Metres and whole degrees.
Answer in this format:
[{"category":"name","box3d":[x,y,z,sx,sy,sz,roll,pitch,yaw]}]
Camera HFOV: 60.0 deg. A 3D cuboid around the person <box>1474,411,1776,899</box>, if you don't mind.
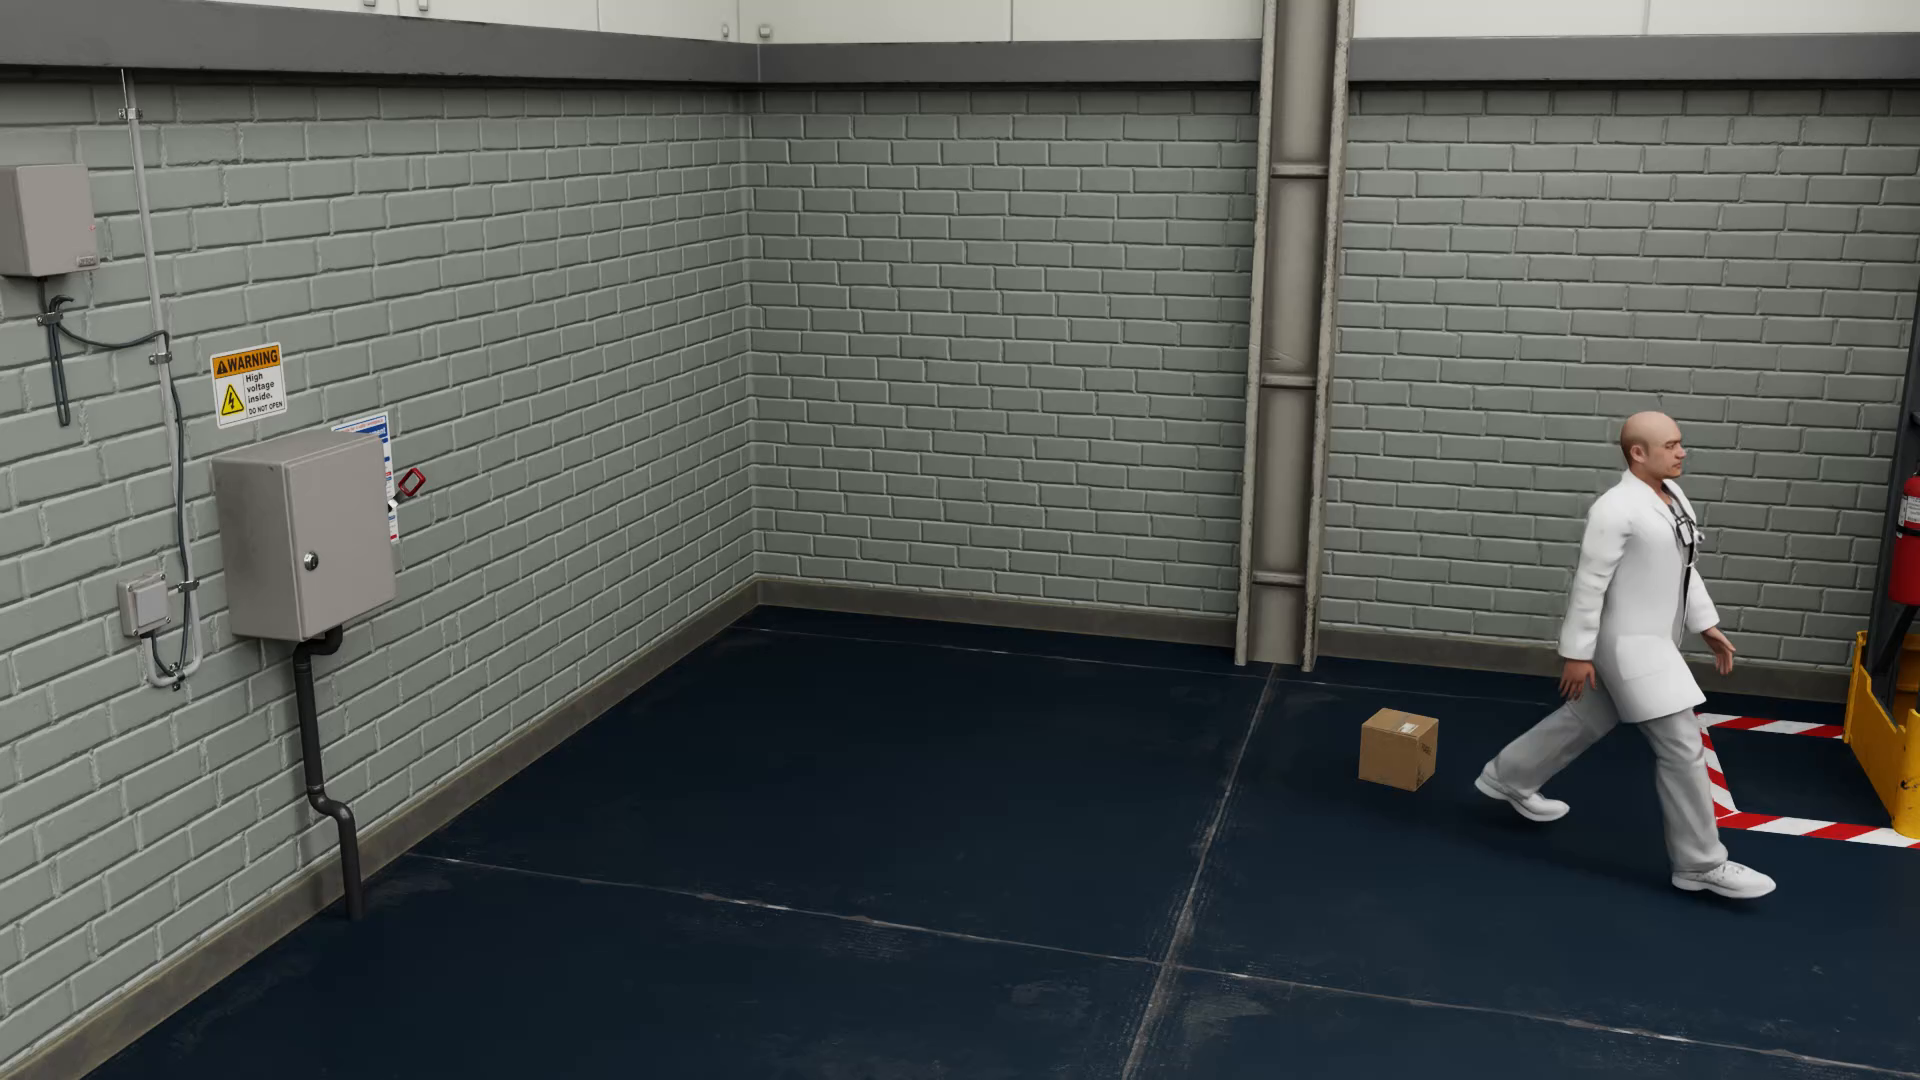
[{"category":"person","box3d":[2.504,0.379,6.141,1.171,1.729,0.586,11,18,36]}]
